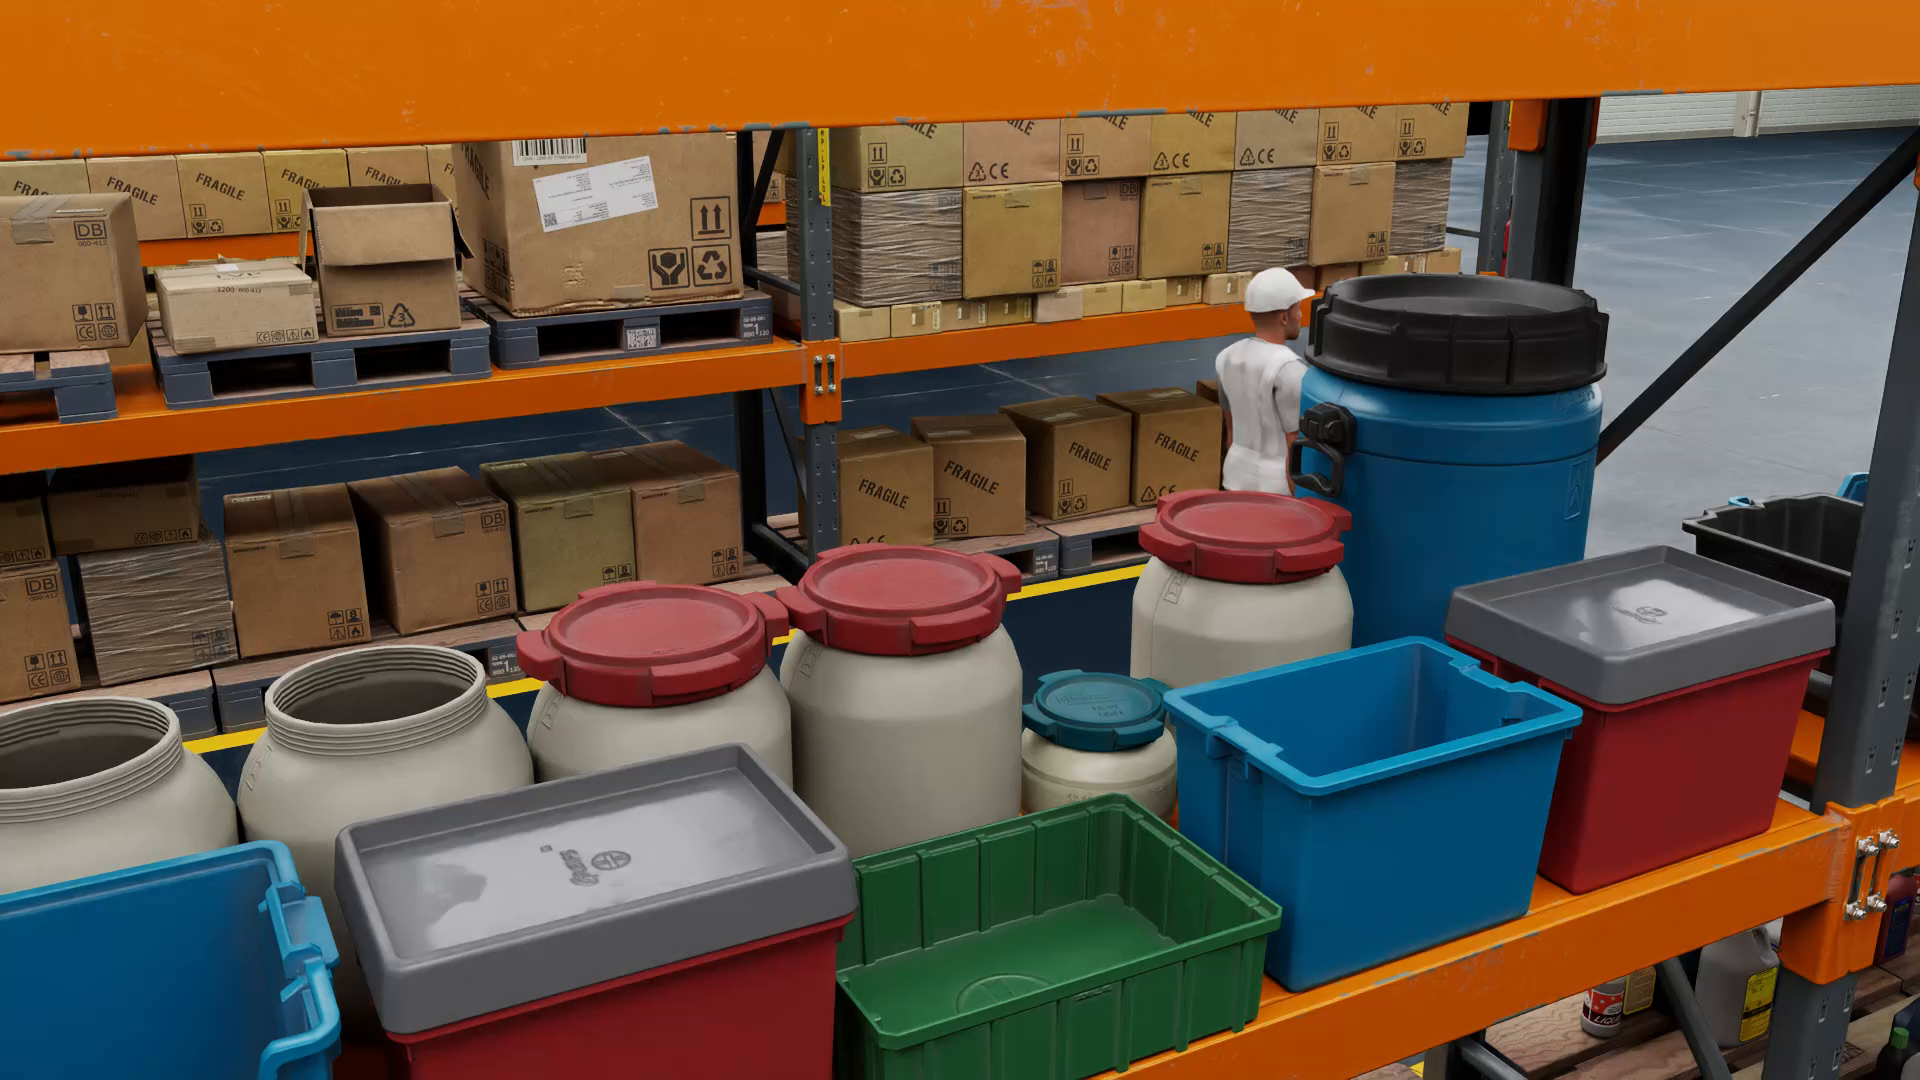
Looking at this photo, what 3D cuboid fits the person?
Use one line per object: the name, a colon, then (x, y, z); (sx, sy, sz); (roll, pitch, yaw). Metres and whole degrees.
person: (1.266, -0.162, 6.526); (0.527, 1.822, 0.547); (-9, 20, -26)
